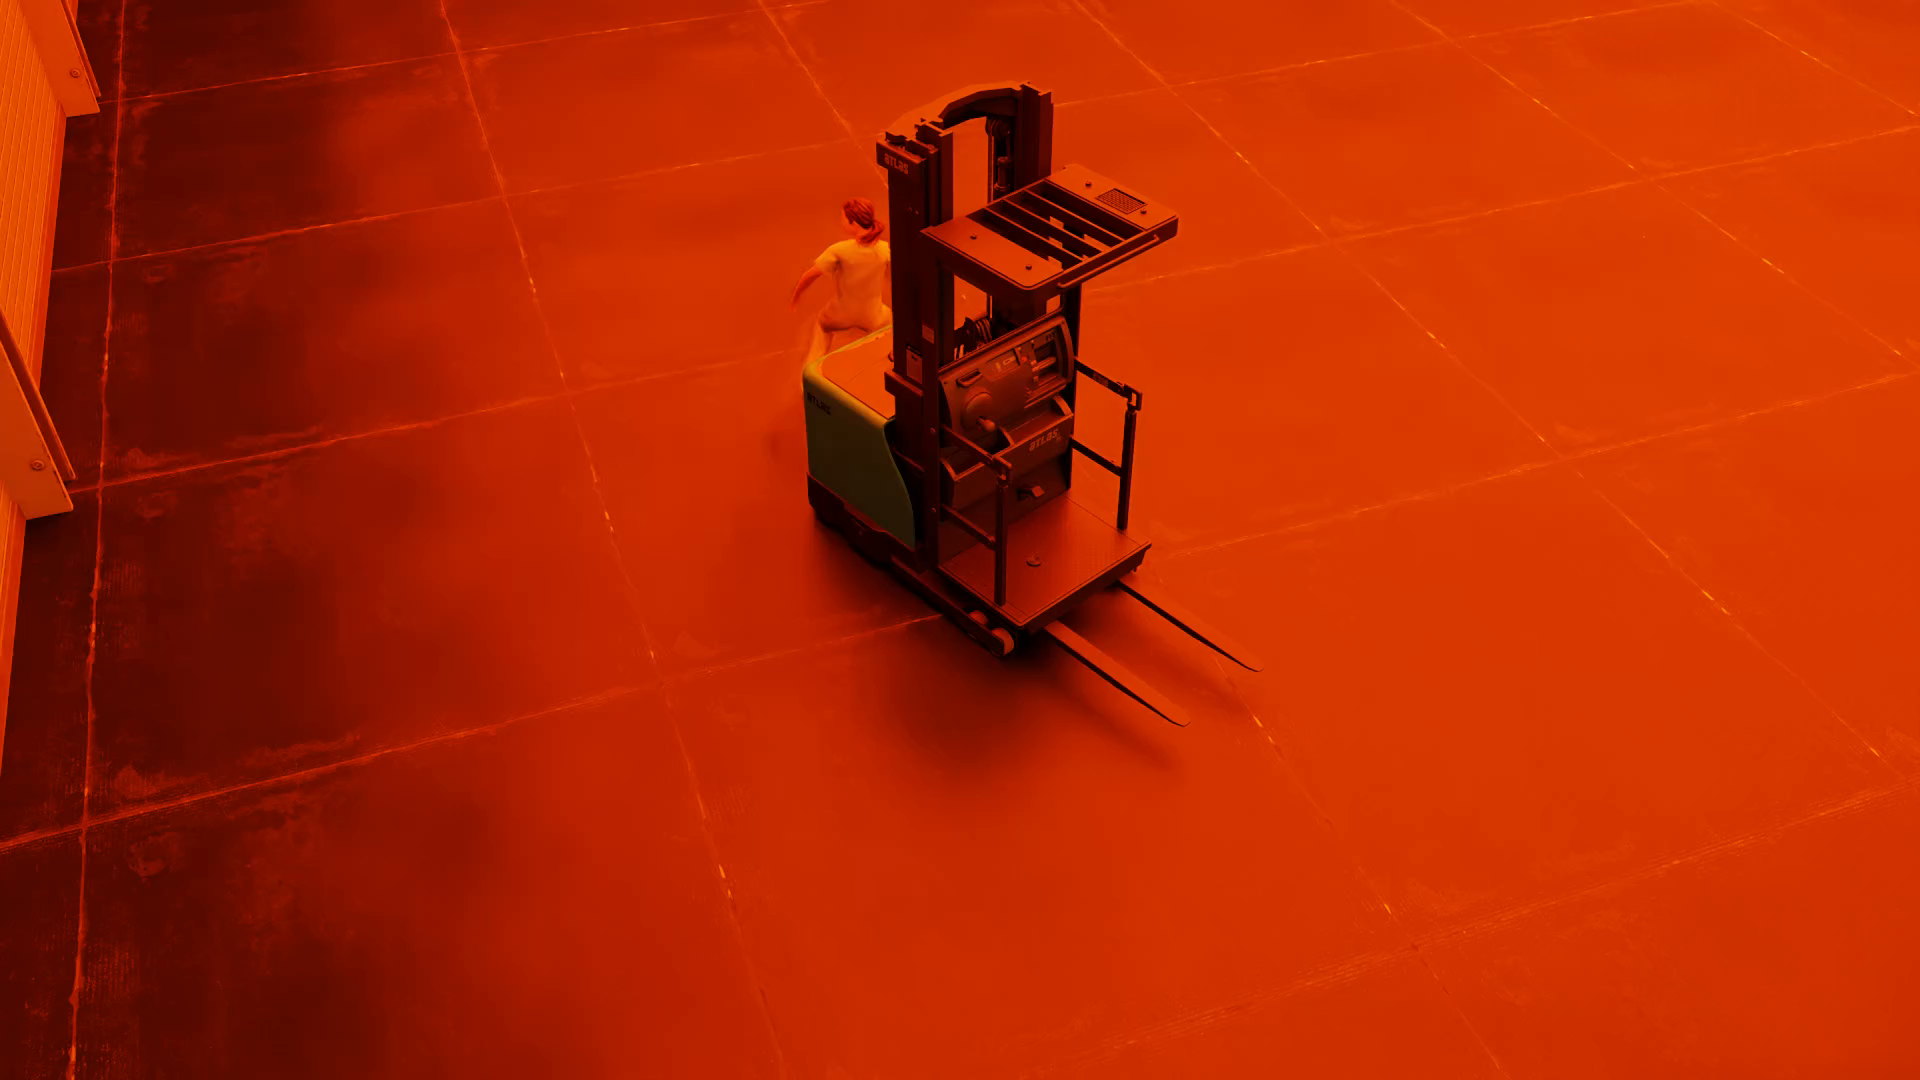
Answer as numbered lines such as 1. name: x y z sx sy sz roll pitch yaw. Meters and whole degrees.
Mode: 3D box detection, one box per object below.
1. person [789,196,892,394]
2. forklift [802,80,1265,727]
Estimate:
1. person: -0.653 -1.539 10.957 0.921 1.527 0.500 1 40 1
2. forklift: 0.409 -0.833 8.988 1.130 2.935 3.031 -30 49 -31
